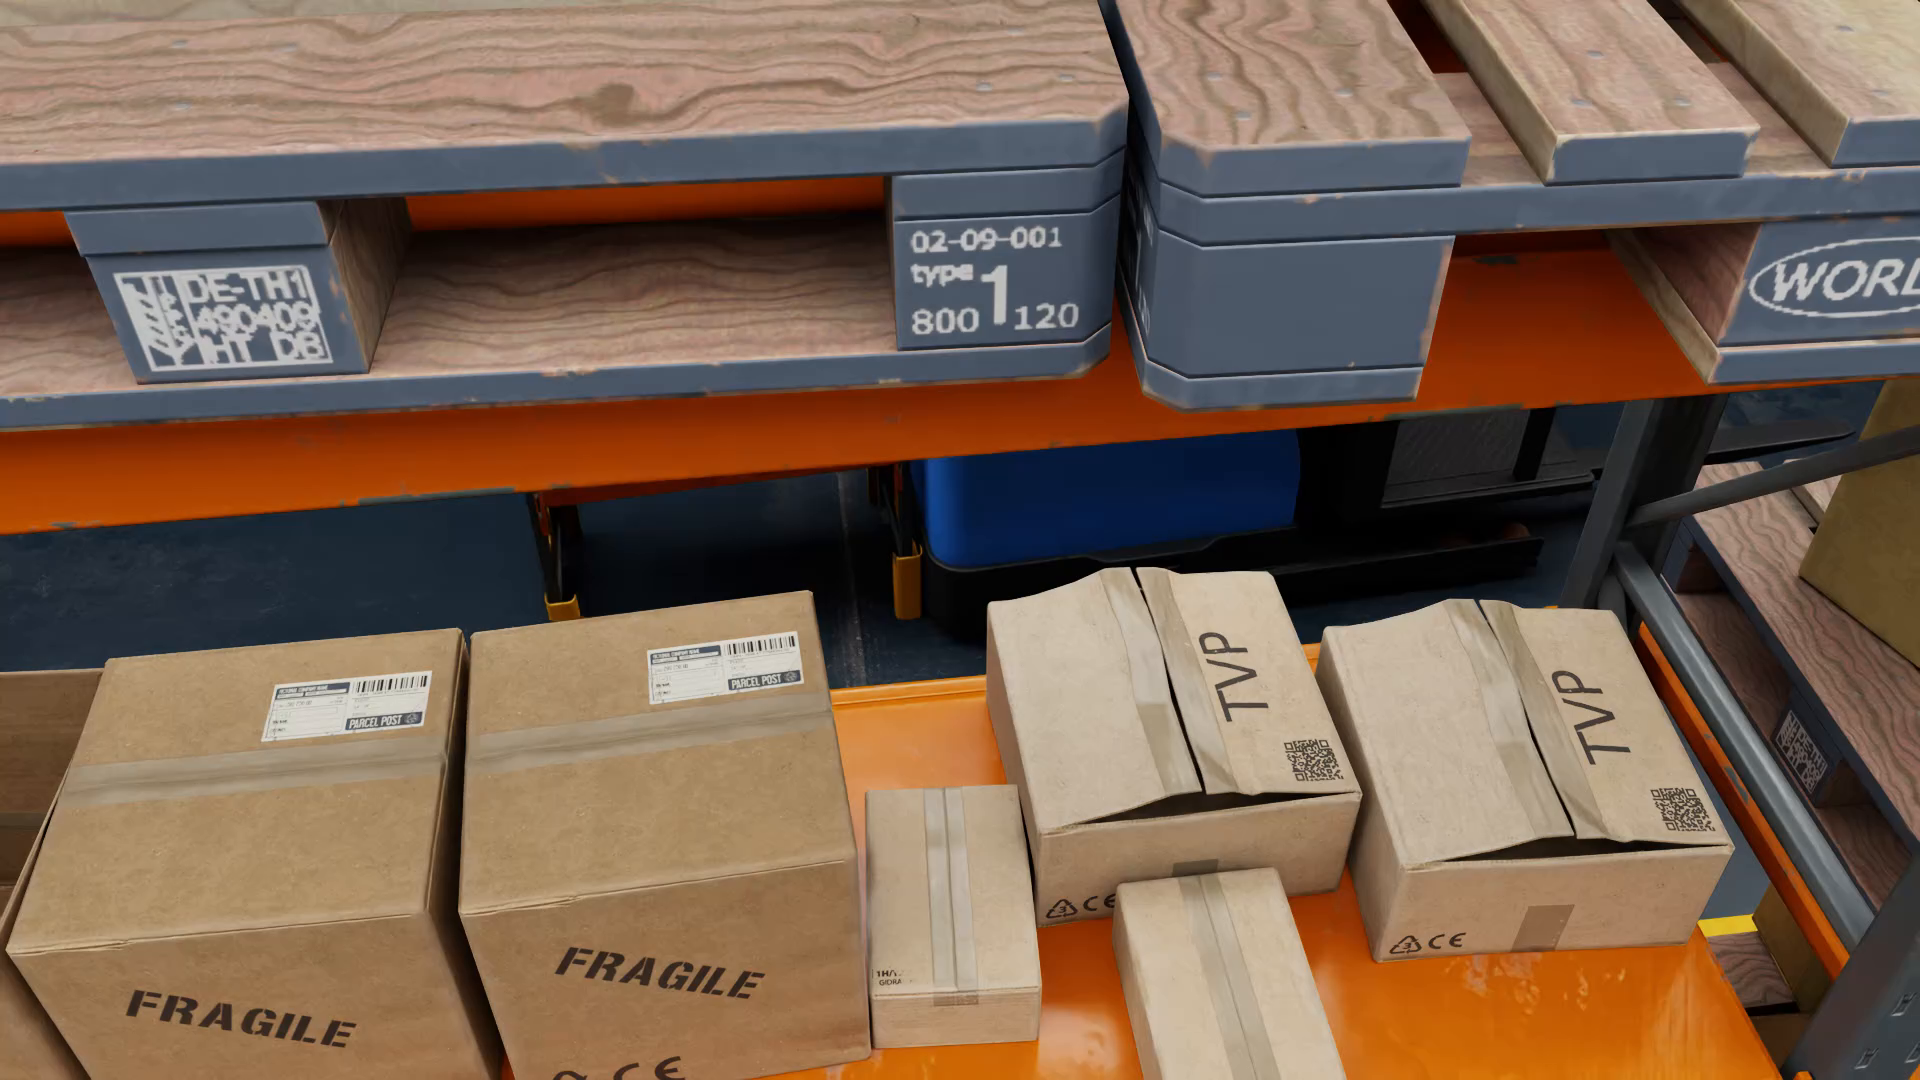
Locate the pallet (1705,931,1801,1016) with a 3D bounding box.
[{"bbox_3d":[1.986,1.326,3.622,1.213,0.211,1.003,-5,42,-6],"label":"pallet"}]

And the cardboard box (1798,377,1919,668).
[{"bbox_3d":[1.850,0.008,2.613,0.500,0.500,0.700,-19,45,-20],"label":"cardboard box"}]

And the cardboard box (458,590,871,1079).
[{"bbox_3d":[-0.421,0.450,2.437,0.500,0.500,0.500,-7,43,-8],"label":"cardboard box"}]

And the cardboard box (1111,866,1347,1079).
[{"bbox_3d":[0.384,0.686,2.438,0.250,0.149,0.380,-5,42,-6],"label":"cardboard box"}]

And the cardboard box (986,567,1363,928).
[{"bbox_3d":[0.328,0.313,2.730,0.500,0.311,0.500,-5,42,-6],"label":"cardboard box"}]

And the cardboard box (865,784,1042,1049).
[{"bbox_3d":[-0.017,0.572,2.564,0.250,0.149,0.380,-2,42,-2],"label":"cardboard box"}]

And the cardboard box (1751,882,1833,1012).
[{"bbox_3d":[2.137,0.858,3.597,0.500,0.500,0.500,-3,42,-4],"label":"cardboard box"}]

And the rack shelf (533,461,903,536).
[{"bbox_3d":[-0.701,-0.313,4.745,1.000,0.185,0.538,-7,43,-8],"label":"rack shelf"}]

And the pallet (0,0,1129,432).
[{"bbox_3d":[-0.530,-0.496,1.461,1.213,0.211,1.003,-3,42,-4],"label":"pallet"}]

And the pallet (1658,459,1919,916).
[{"bbox_3d":[1.903,0.296,2.825,1.003,0.211,1.213,-5,42,-6],"label":"pallet"}]

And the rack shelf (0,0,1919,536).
[{"bbox_3d":[-0.743,-0.342,1.688,4.000,0.370,1.077,-5,42,-6],"label":"rack shelf"}]

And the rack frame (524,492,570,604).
[{"bbox_3d":[-1.199,-0.381,4.552,0.032,1.500,0.500,-7,43,-8],"label":"rack frame"}]

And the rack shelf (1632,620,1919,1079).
[{"bbox_3d":[3.223,0.424,3.077,4.000,0.370,1.077,-5,42,-6],"label":"rack shelf"}]

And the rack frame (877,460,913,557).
[{"bbox_3d":[-0.202,-0.512,4.698,0.032,1.500,0.500,-7,43,-8],"label":"rack frame"}]

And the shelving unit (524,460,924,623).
[{"bbox_3d":[-0.692,-0.447,4.626,1.083,1.500,0.587,-7,43,-8],"label":"shelving unit"}]

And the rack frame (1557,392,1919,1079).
[{"bbox_3d":[1.240,0.331,2.644,0.127,3.000,1.000,-5,42,-6],"label":"rack frame"}]

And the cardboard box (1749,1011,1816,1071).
[{"bbox_3d":[1.729,1.246,3.167,0.500,0.500,0.500,-3,42,-4],"label":"cardboard box"}]

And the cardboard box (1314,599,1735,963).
[{"bbox_3d":[0.874,0.366,2.671,0.500,0.311,0.500,-3,42,-3],"label":"cardboard box"}]

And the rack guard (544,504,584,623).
[{"bbox_3d":[-1.180,0.081,4.973,0.087,0.250,0.587,-7,43,-8],"label":"rack guard"}]

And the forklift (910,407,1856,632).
[{"bbox_3d":[1.312,-1.295,4.498,3.031,2.935,1.130,-7,43,-8],"label":"forklift"}]

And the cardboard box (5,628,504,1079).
[{"bbox_3d":[-0.943,0.496,2.386,0.500,0.500,0.500,-5,42,-5],"label":"cardboard box"}]

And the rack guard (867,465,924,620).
[{"bbox_3d":[-0.203,-0.047,5.116,0.087,0.250,0.587,-7,43,-8],"label":"rack guard"}]

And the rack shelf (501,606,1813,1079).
[{"bbox_3d":[-0.743,0.771,2.692,4.000,0.370,1.077,-5,42,-6],"label":"rack shelf"}]

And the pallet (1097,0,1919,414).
[{"bbox_3d":[0.579,-0.595,1.571,1.003,0.211,1.213,-3,42,-4],"label":"pallet"}]

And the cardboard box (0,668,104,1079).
[{"bbox_3d":[-1.440,0.539,2.338,0.500,0.500,0.500,-2,42,-2],"label":"cardboard box"}]
